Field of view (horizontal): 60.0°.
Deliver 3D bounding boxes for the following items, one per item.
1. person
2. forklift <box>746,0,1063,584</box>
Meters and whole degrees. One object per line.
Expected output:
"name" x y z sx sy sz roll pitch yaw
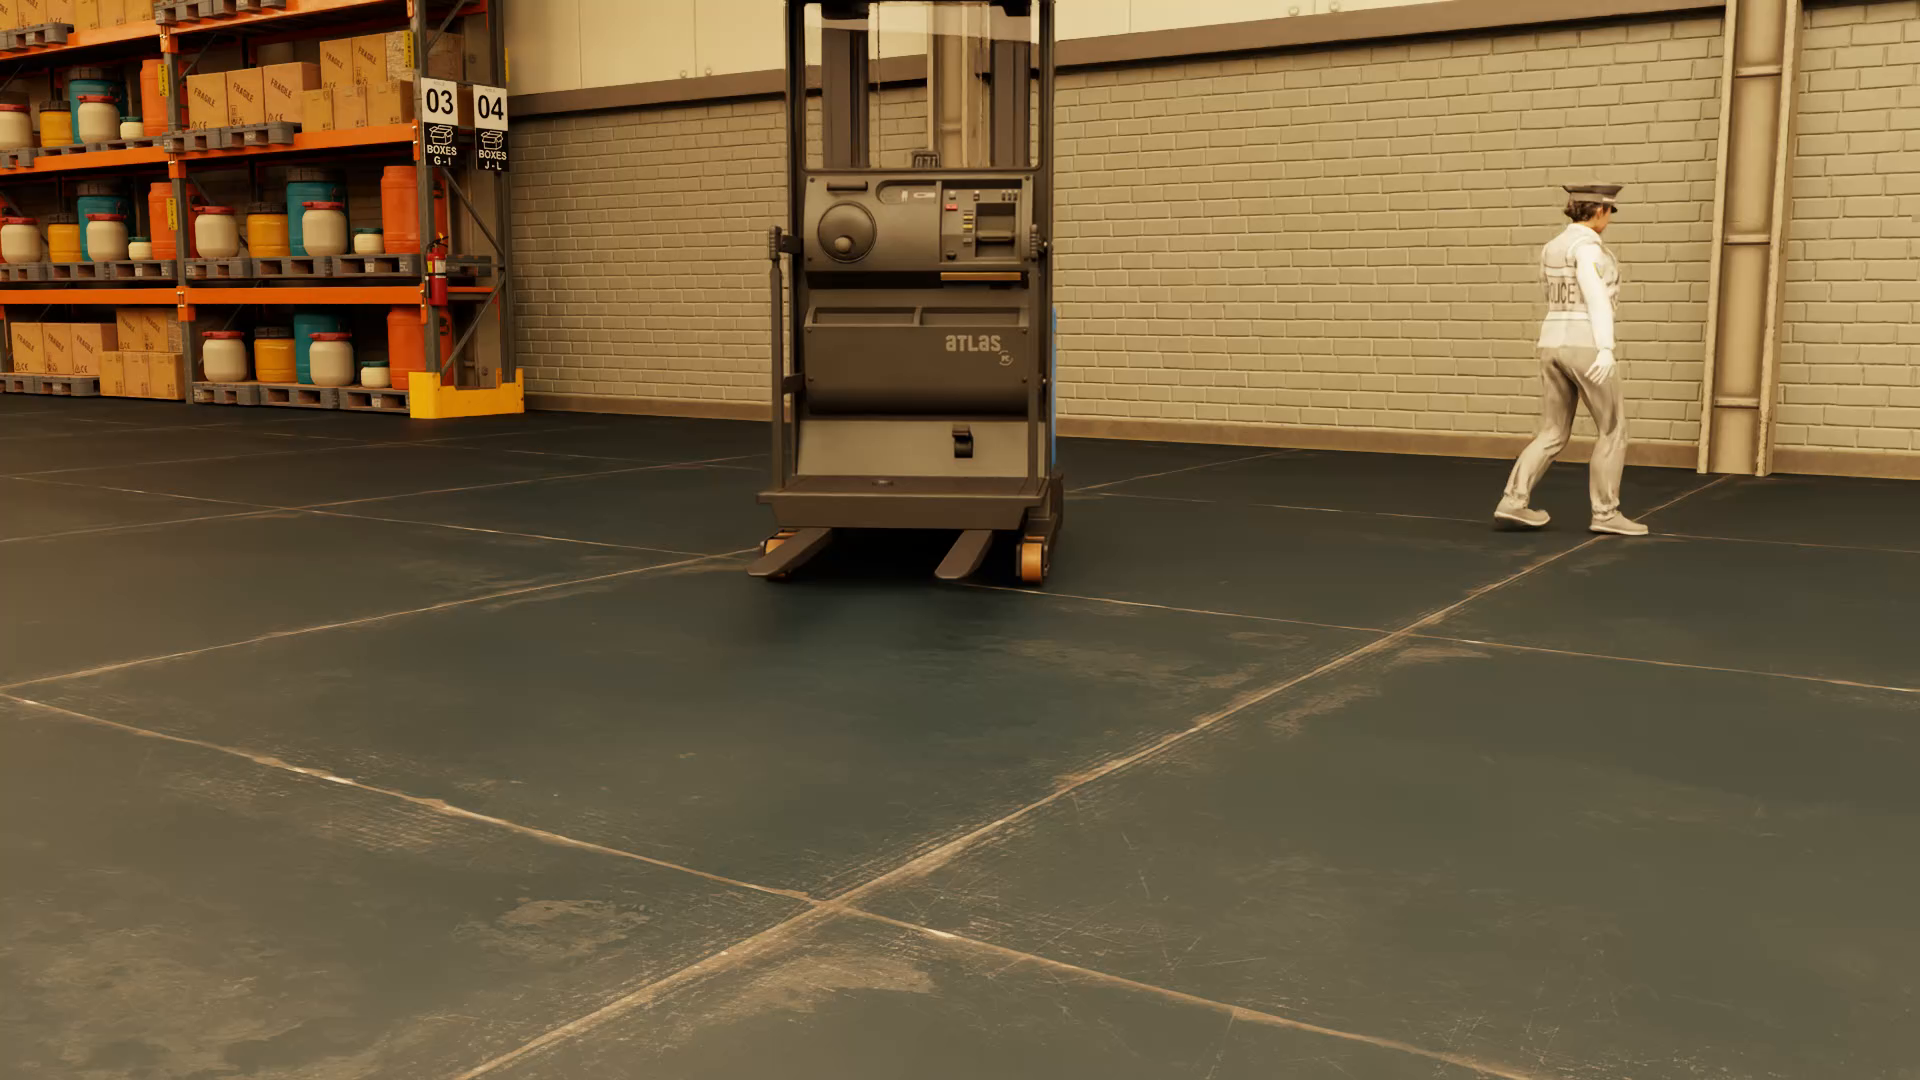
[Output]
"person" 2.911 -0.841 7.736 0.726 1.650 0.879 -2 8 -11
"forklift" -0.187 -1.329 6.541 1.130 2.935 3.031 1 8 6
